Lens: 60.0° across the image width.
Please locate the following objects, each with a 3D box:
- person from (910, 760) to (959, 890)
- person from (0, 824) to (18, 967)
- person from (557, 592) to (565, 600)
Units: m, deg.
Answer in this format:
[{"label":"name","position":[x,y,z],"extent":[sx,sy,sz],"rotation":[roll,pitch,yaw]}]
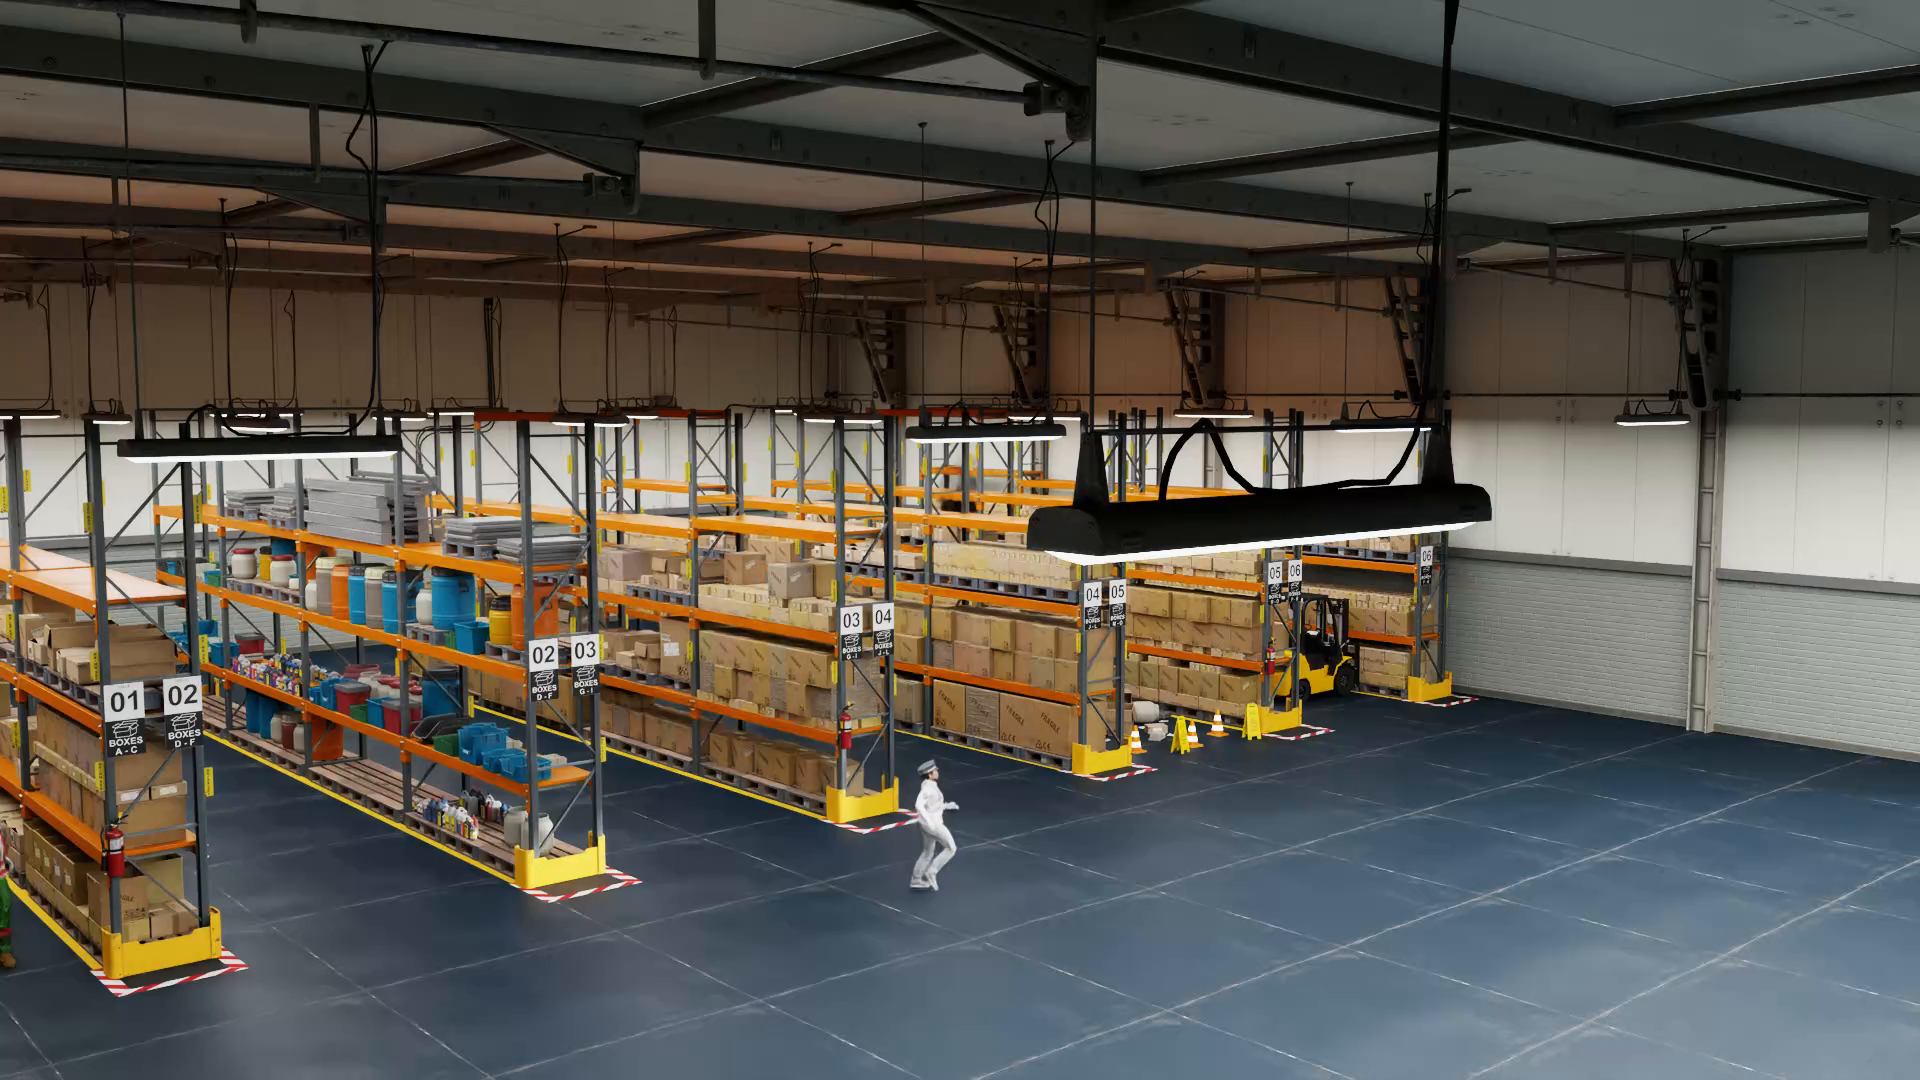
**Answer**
[{"label":"person","position":[-0.321,3.624,21.195],"extent":[0.634,1.670,0.591],"rotation":[-1,5,-13]},{"label":"person","position":[-10.787,3.784,18.436],"extent":[0.914,1.793,0.652],"rotation":[4,6,38]},{"label":"person","position":[-9.412,2.063,38.973],"extent":[0.705,1.703,0.550],"rotation":[-1,5,-14]}]
